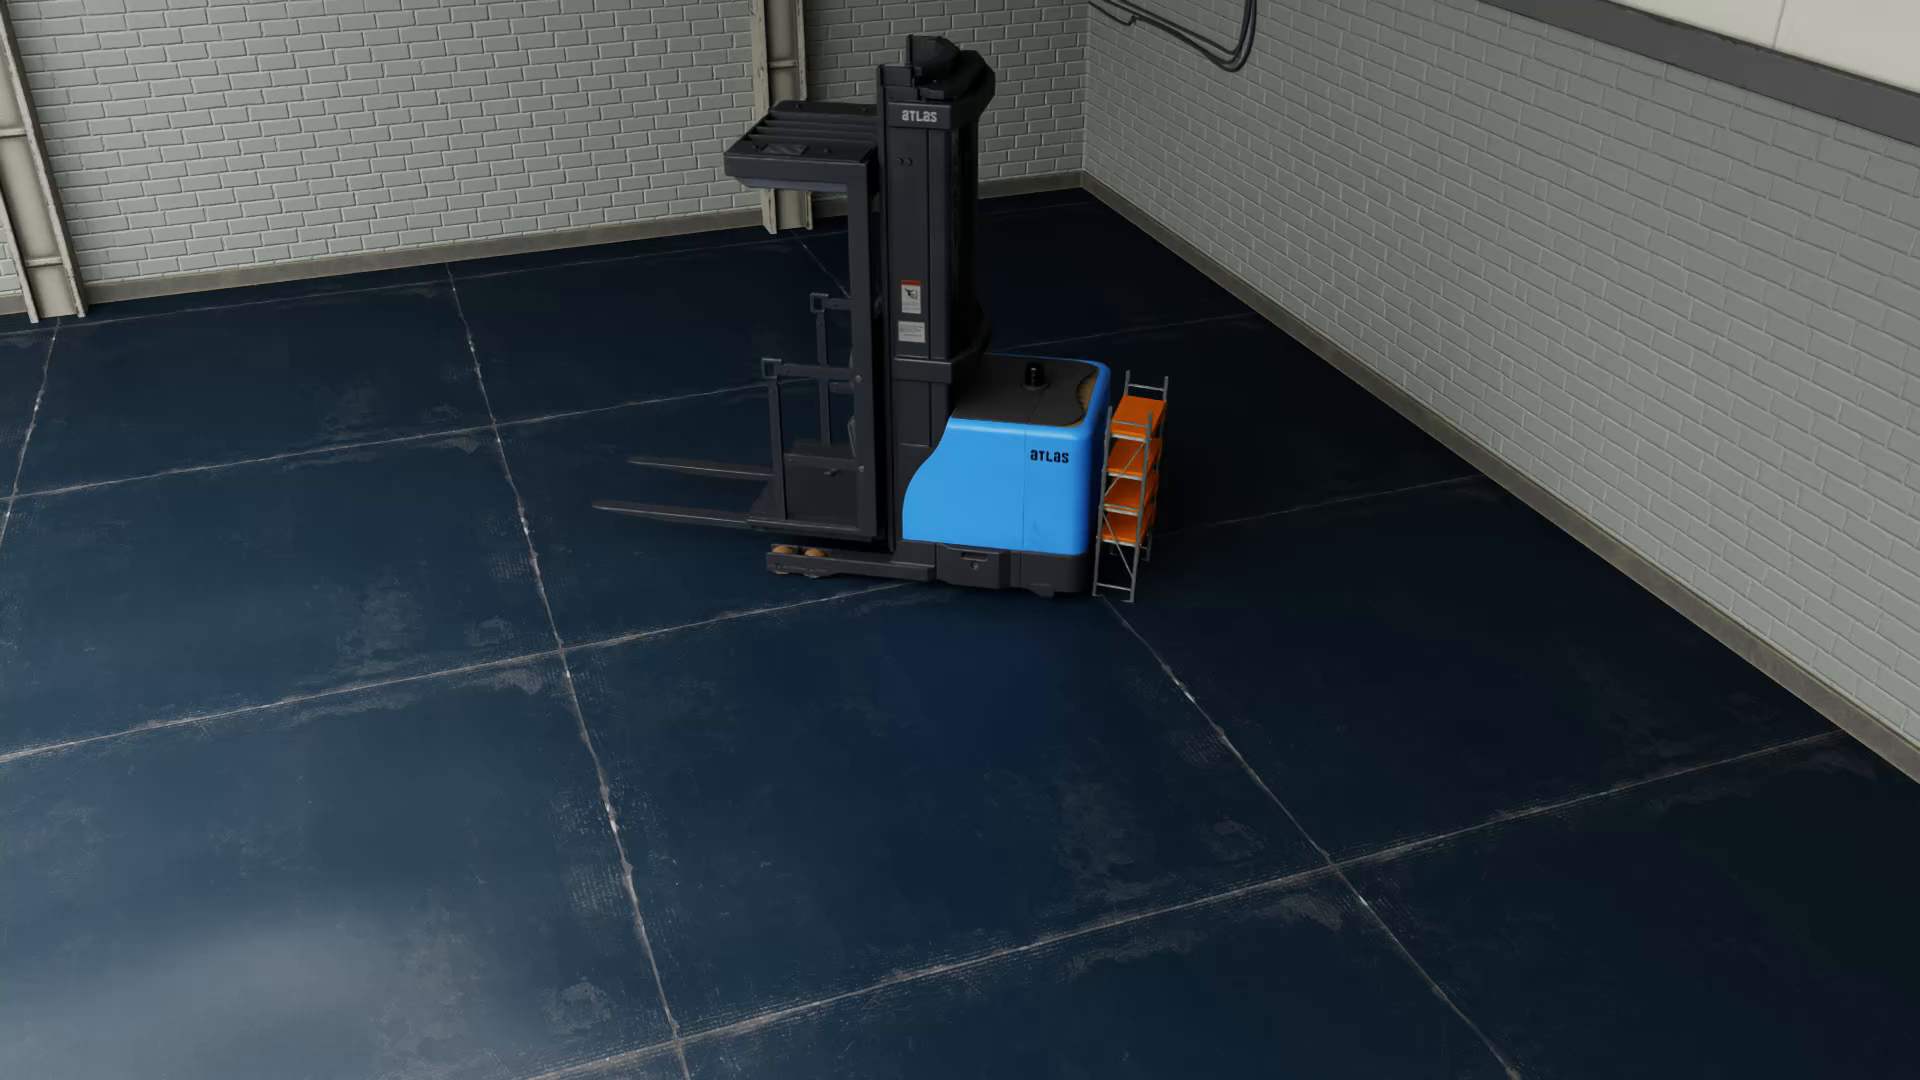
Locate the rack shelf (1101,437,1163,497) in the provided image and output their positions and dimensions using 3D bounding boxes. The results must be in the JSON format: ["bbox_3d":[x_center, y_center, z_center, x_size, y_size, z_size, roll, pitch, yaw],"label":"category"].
[{"bbox_3d":[0.966,-0.432,9.321,0.258,0.148,0.480,10,31,13],"label":"rack shelf"}]

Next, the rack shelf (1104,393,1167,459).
[{"bbox_3d":[0.974,-0.636,9.202,0.258,0.148,0.480,10,31,13],"label":"rack shelf"}]

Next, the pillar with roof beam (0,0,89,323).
[{"bbox_3d":[-5.686,-3.727,7.551,0.400,9.000,9.100,-10,31,-18],"label":"pillar with roof beam"}]

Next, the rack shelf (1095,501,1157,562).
[{"bbox_3d":[0.952,-0.067,9.533,0.258,0.148,0.480,10,31,13],"label":"rack shelf"}]

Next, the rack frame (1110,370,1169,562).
[{"bbox_3d":[1.029,-0.412,9.603,0.240,1.200,0.015,10,31,13],"label":"rack frame"}]

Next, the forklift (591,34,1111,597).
[{"bbox_3d":[-0.672,-1.300,9.422,3.031,2.935,1.130,6,30,10],"label":"forklift"}]

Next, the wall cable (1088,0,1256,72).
[{"bbox_3d":[1.659,-5.306,13.459,0.112,2.526,3.097,-10,31,-18],"label":"wall cable"}]

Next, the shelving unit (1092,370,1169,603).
[{"bbox_3d":[0.961,-0.296,9.400,0.258,1.200,0.503,10,31,13],"label":"shelving unit"}]

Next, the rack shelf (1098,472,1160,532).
[{"bbox_3d":[0.959,-0.238,9.433,0.258,0.148,0.480,10,31,13],"label":"rack shelf"}]

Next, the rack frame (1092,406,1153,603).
[{"bbox_3d":[0.893,-0.180,9.196,0.240,1.200,0.015,10,31,13],"label":"rack frame"}]

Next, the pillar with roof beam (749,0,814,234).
[{"bbox_3d":[-0.062,-4.762,9.369,0.400,9.000,9.100,-10,31,-18],"label":"pillar with roof beam"}]
